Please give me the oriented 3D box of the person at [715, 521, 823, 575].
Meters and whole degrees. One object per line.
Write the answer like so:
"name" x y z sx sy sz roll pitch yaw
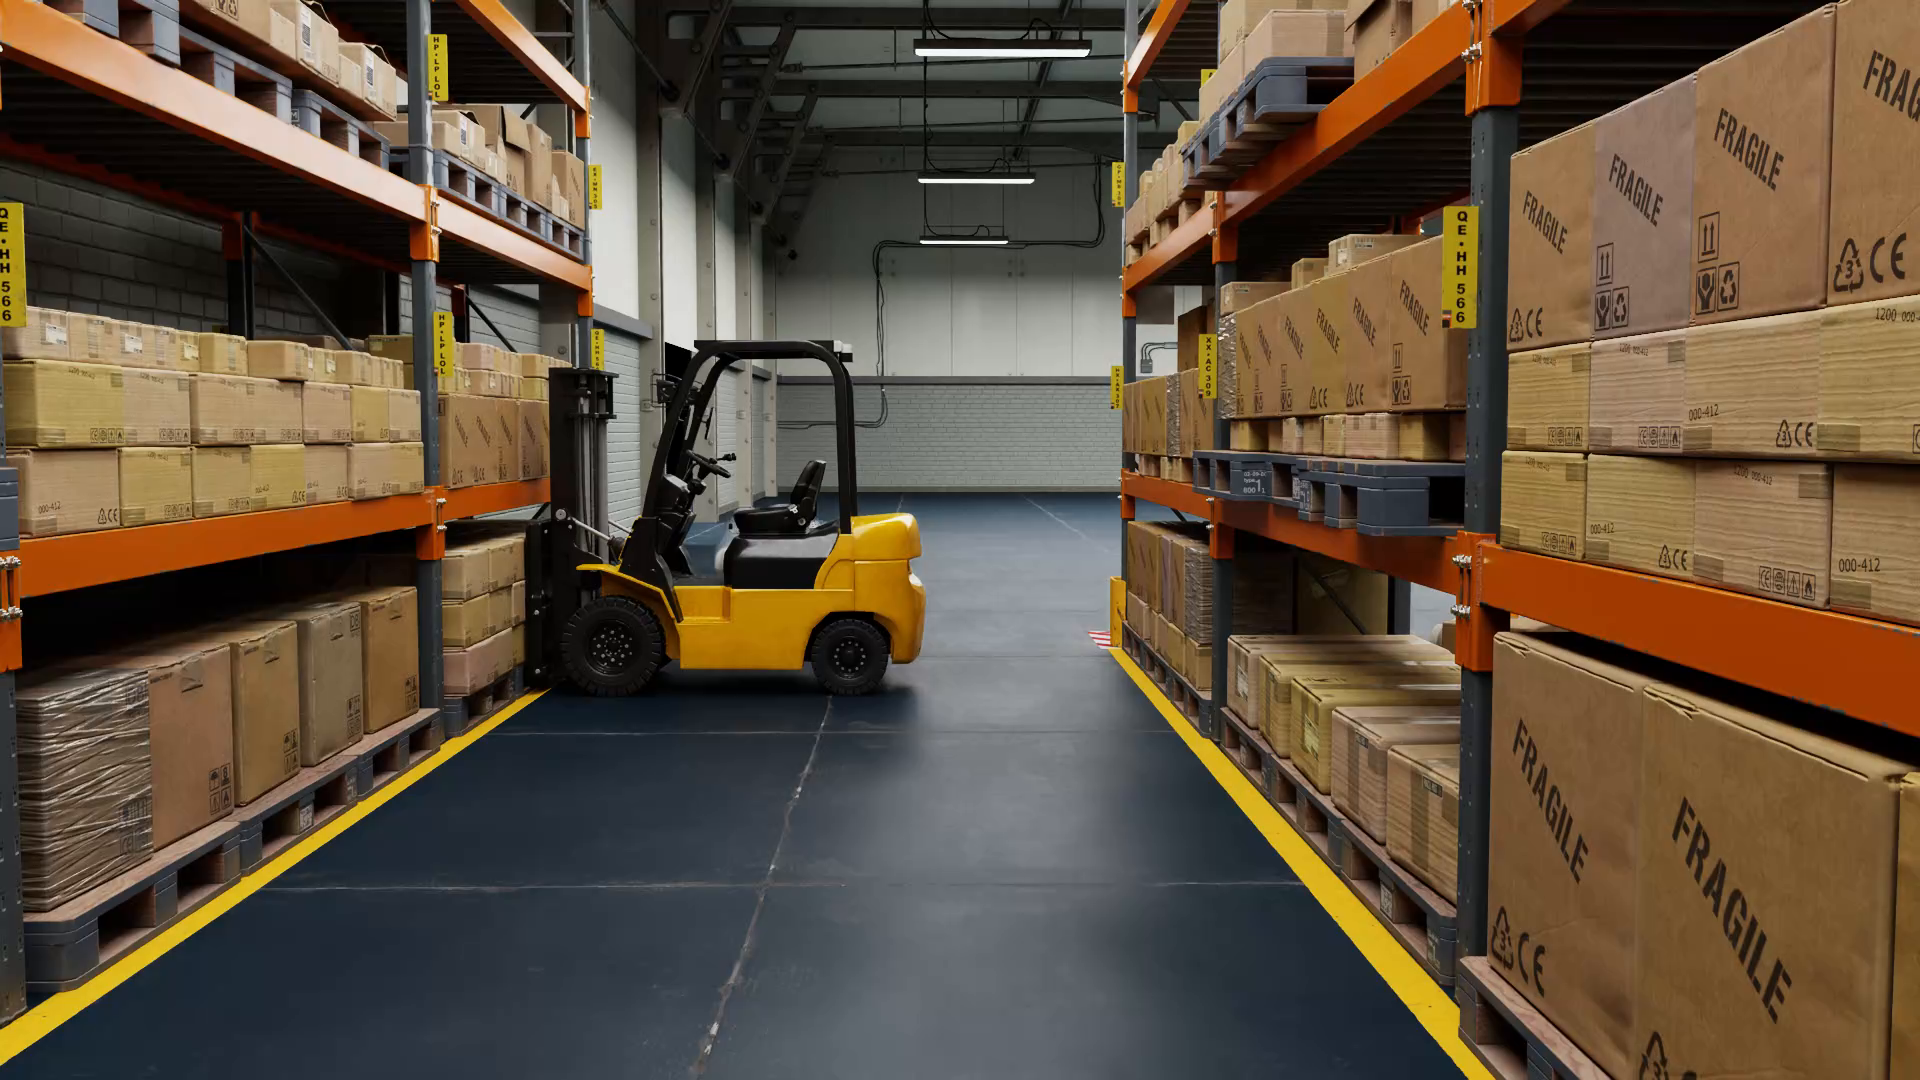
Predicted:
"person" -1.382 0.312 12.811 0.998 0.923 0.504 0 4 -4
